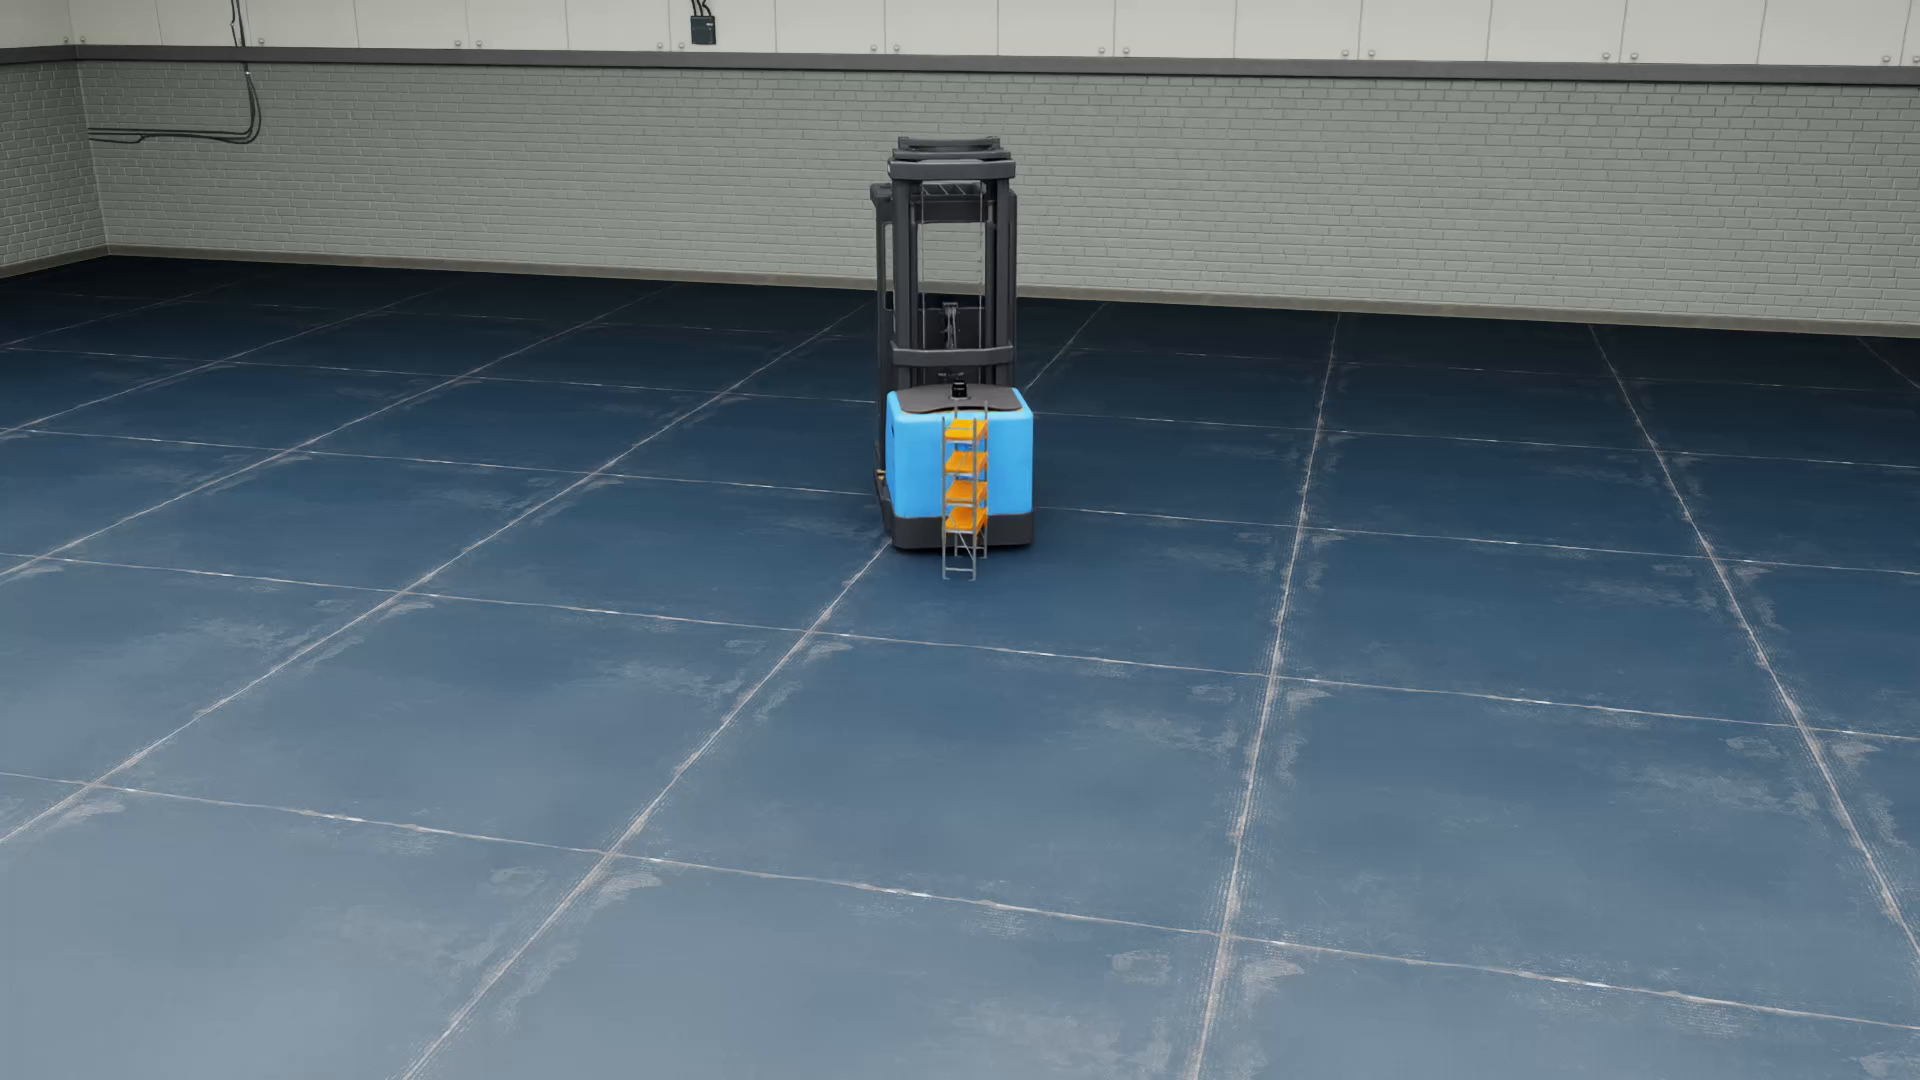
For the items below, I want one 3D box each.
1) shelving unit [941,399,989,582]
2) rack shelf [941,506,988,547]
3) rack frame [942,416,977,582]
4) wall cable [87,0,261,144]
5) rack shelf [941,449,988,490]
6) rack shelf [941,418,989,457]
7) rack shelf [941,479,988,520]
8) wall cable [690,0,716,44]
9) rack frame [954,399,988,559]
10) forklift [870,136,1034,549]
[{"bbox_3d":[0.037,-0.357,11.875,0.258,1.200,0.503,3,19,9],"label":"shelving unit"},{"bbox_3d":[0.037,-0.105,11.961,0.258,0.148,0.480,3,19,9],"label":"rack shelf"},{"bbox_3d":[-0.005,-0.279,11.648,0.240,1.200,0.015,3,19,9],"label":"rack frame"},{"bbox_3d":[-11.645,-7.037,24.172,3.097,2.526,0.112,5,19,13],"label":"wall cable"},{"bbox_3d":[0.037,-0.505,11.825,0.258,0.148,0.480,3,19,9],"label":"rack shelf"},{"bbox_3d":[0.037,-0.728,11.748,0.258,0.148,0.480,3,19,9],"label":"rack shelf"},{"bbox_3d":[0.037,-0.293,11.897,0.258,0.148,0.480,3,19,9],"label":"rack shelf"},{"bbox_3d":[-2.443,-9.361,20.911,2.305,6.003,0.169,5,19,13],"label":"wall cable"},{"bbox_3d":[0.080,-0.434,12.103,0.240,1.200,0.015,3,19,9],"label":"rack frame"},{"bbox_3d":[-0.132,-1.755,13.292,1.130,2.935,3.031,-2,19,-6],"label":"forklift"}]
